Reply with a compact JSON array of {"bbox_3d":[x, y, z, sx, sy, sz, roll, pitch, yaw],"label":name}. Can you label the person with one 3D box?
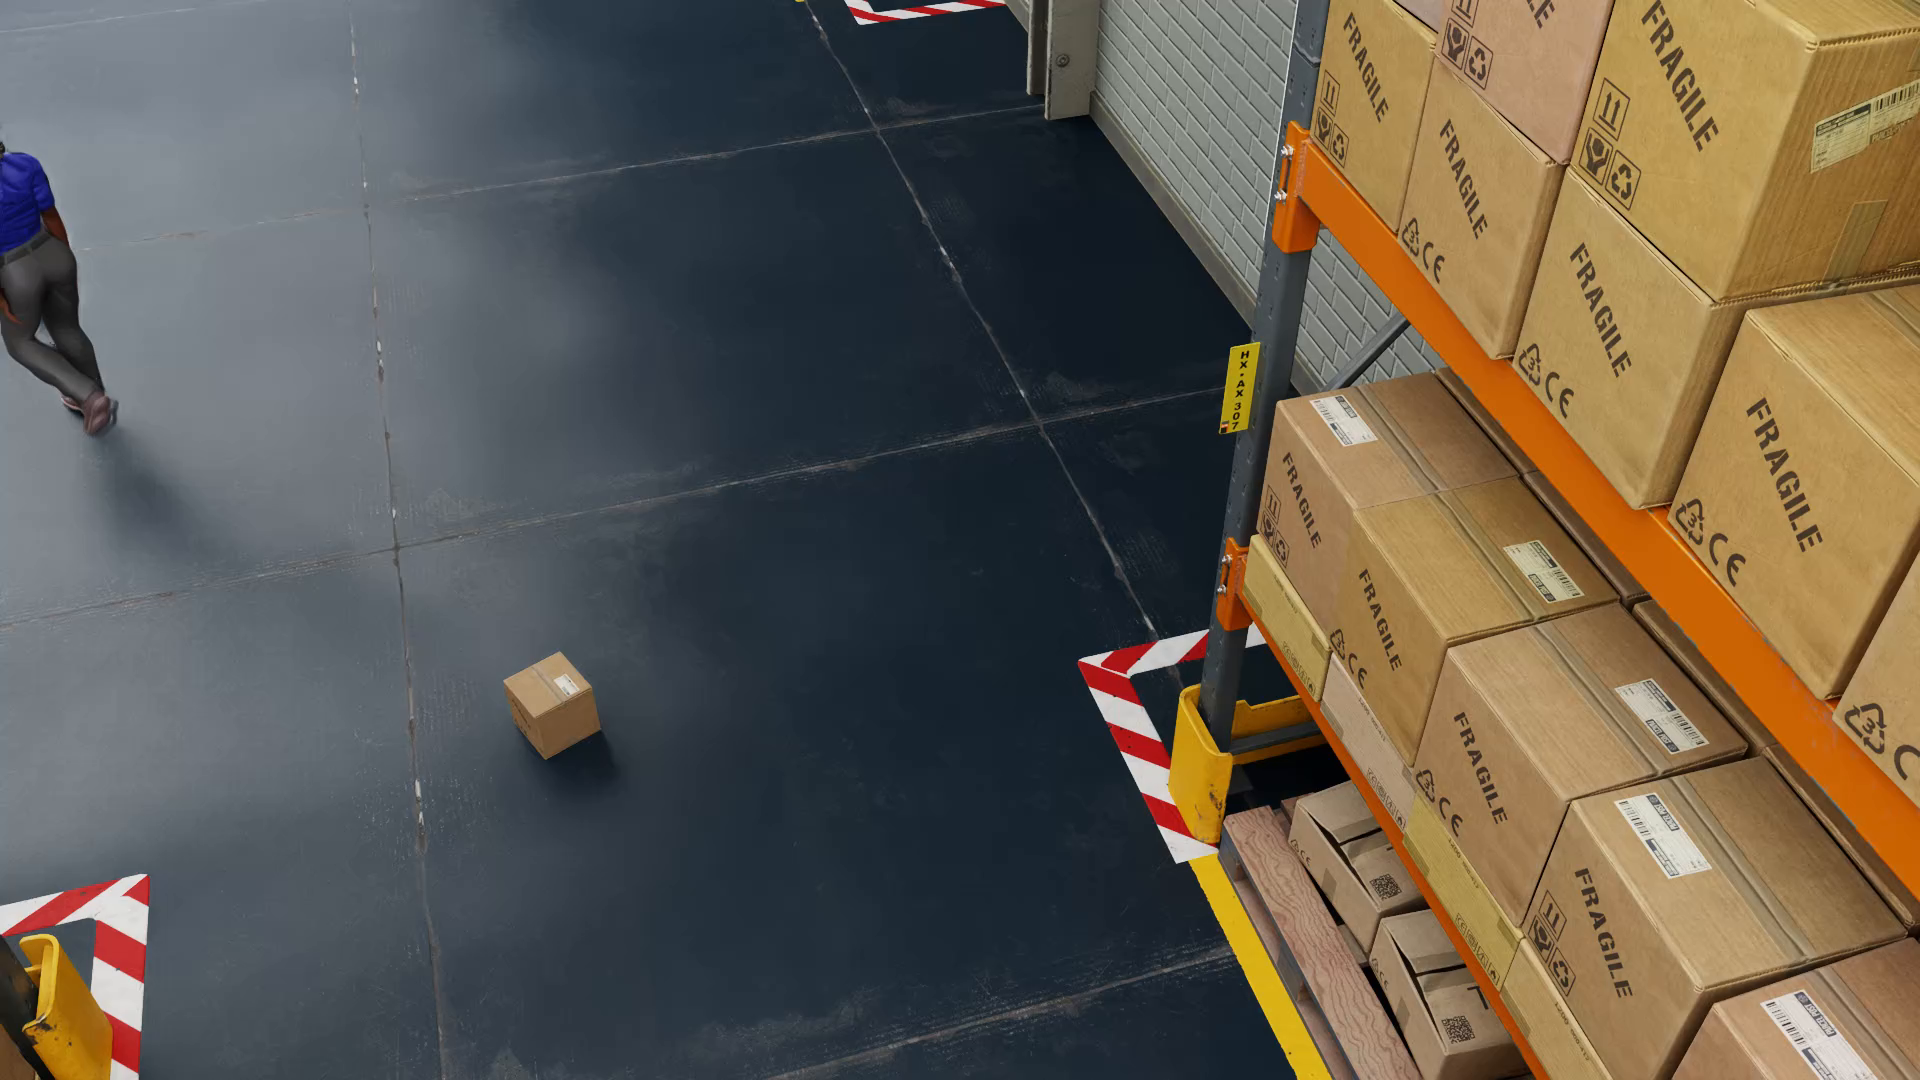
[{"bbox_3d":[-4.127,-1.175,7.421,0.577,1.632,0.445,23,47,23],"label":"person"}]
